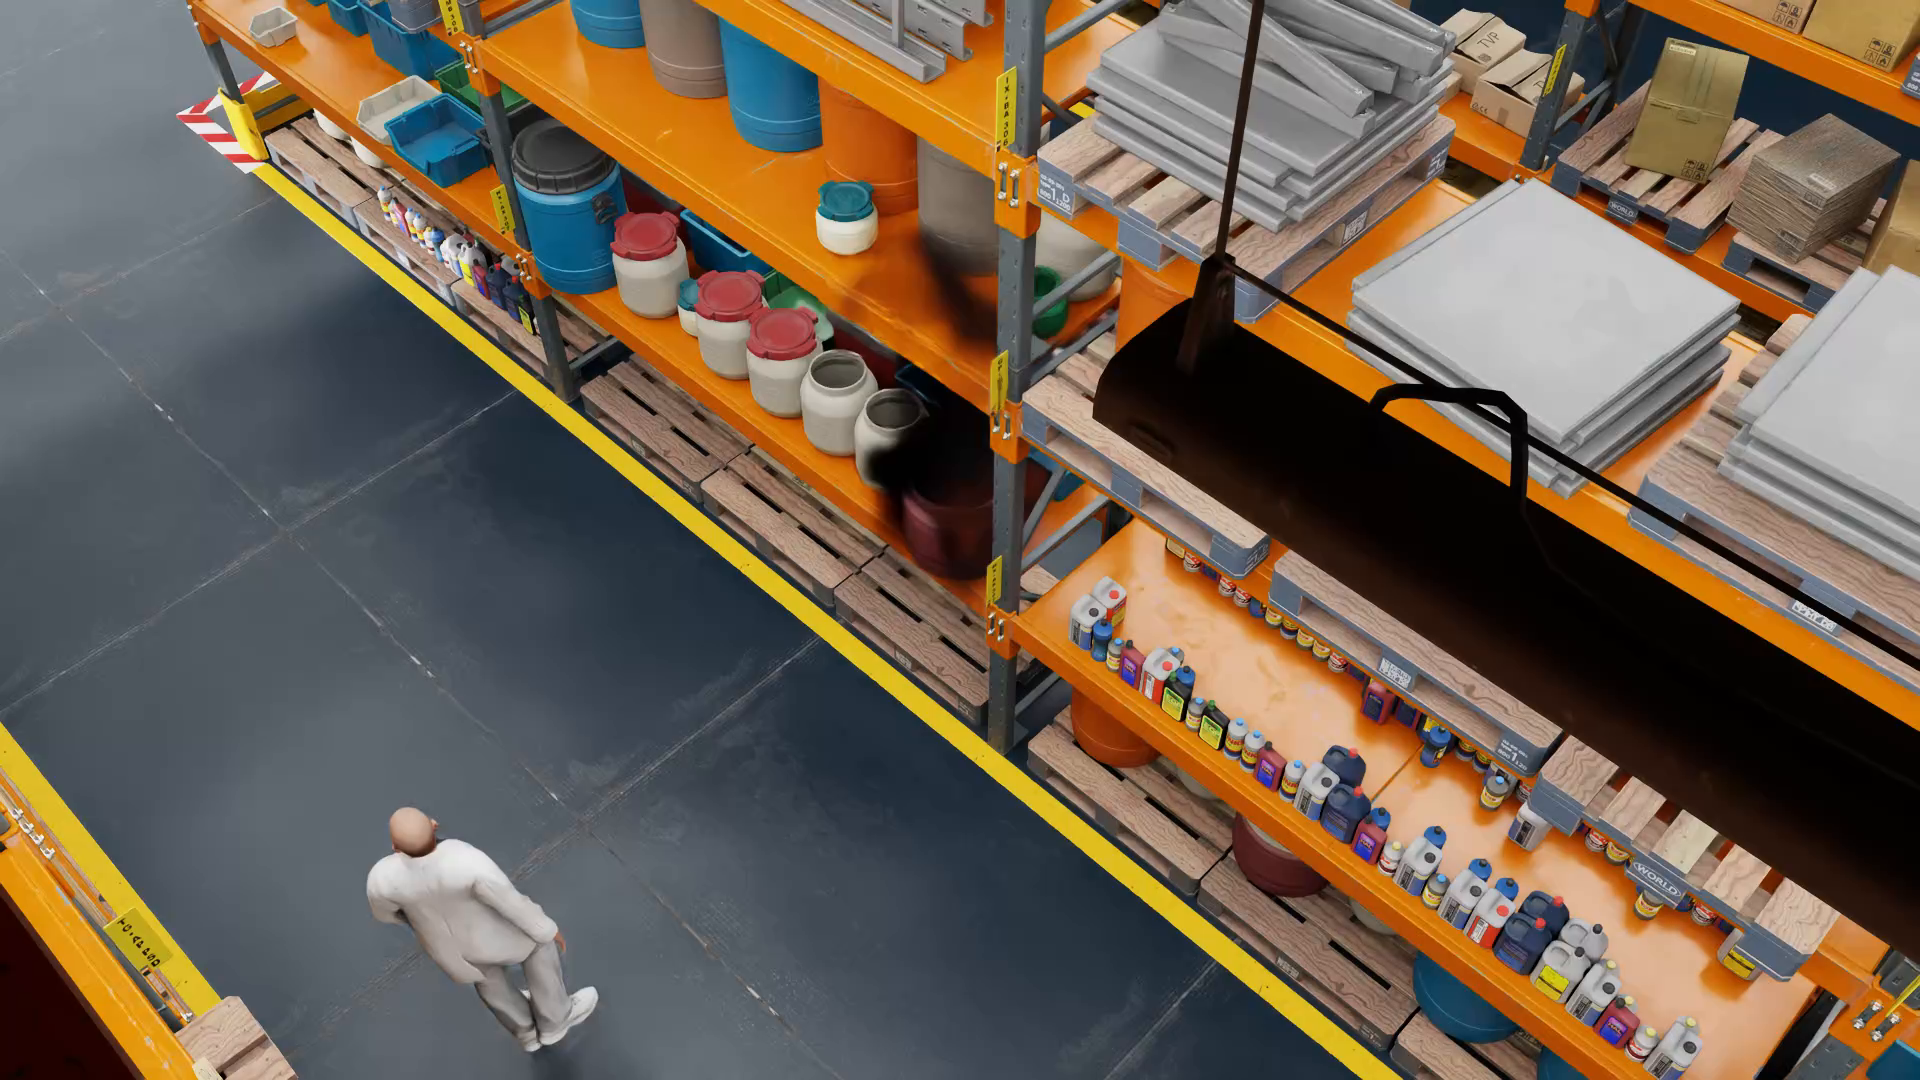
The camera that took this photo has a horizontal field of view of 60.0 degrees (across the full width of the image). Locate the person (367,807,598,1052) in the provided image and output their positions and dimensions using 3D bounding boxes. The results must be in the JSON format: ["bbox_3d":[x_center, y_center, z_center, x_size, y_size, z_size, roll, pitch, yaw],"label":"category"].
[{"bbox_3d":[-2.152,1.754,7.442,0.784,1.807,0.488,-5,50,-4],"label":"person"}]

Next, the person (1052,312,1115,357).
[{"bbox_3d":[0.868,-1.625,10.320,0.609,1.631,0.591,24,54,19],"label":"person"}]
